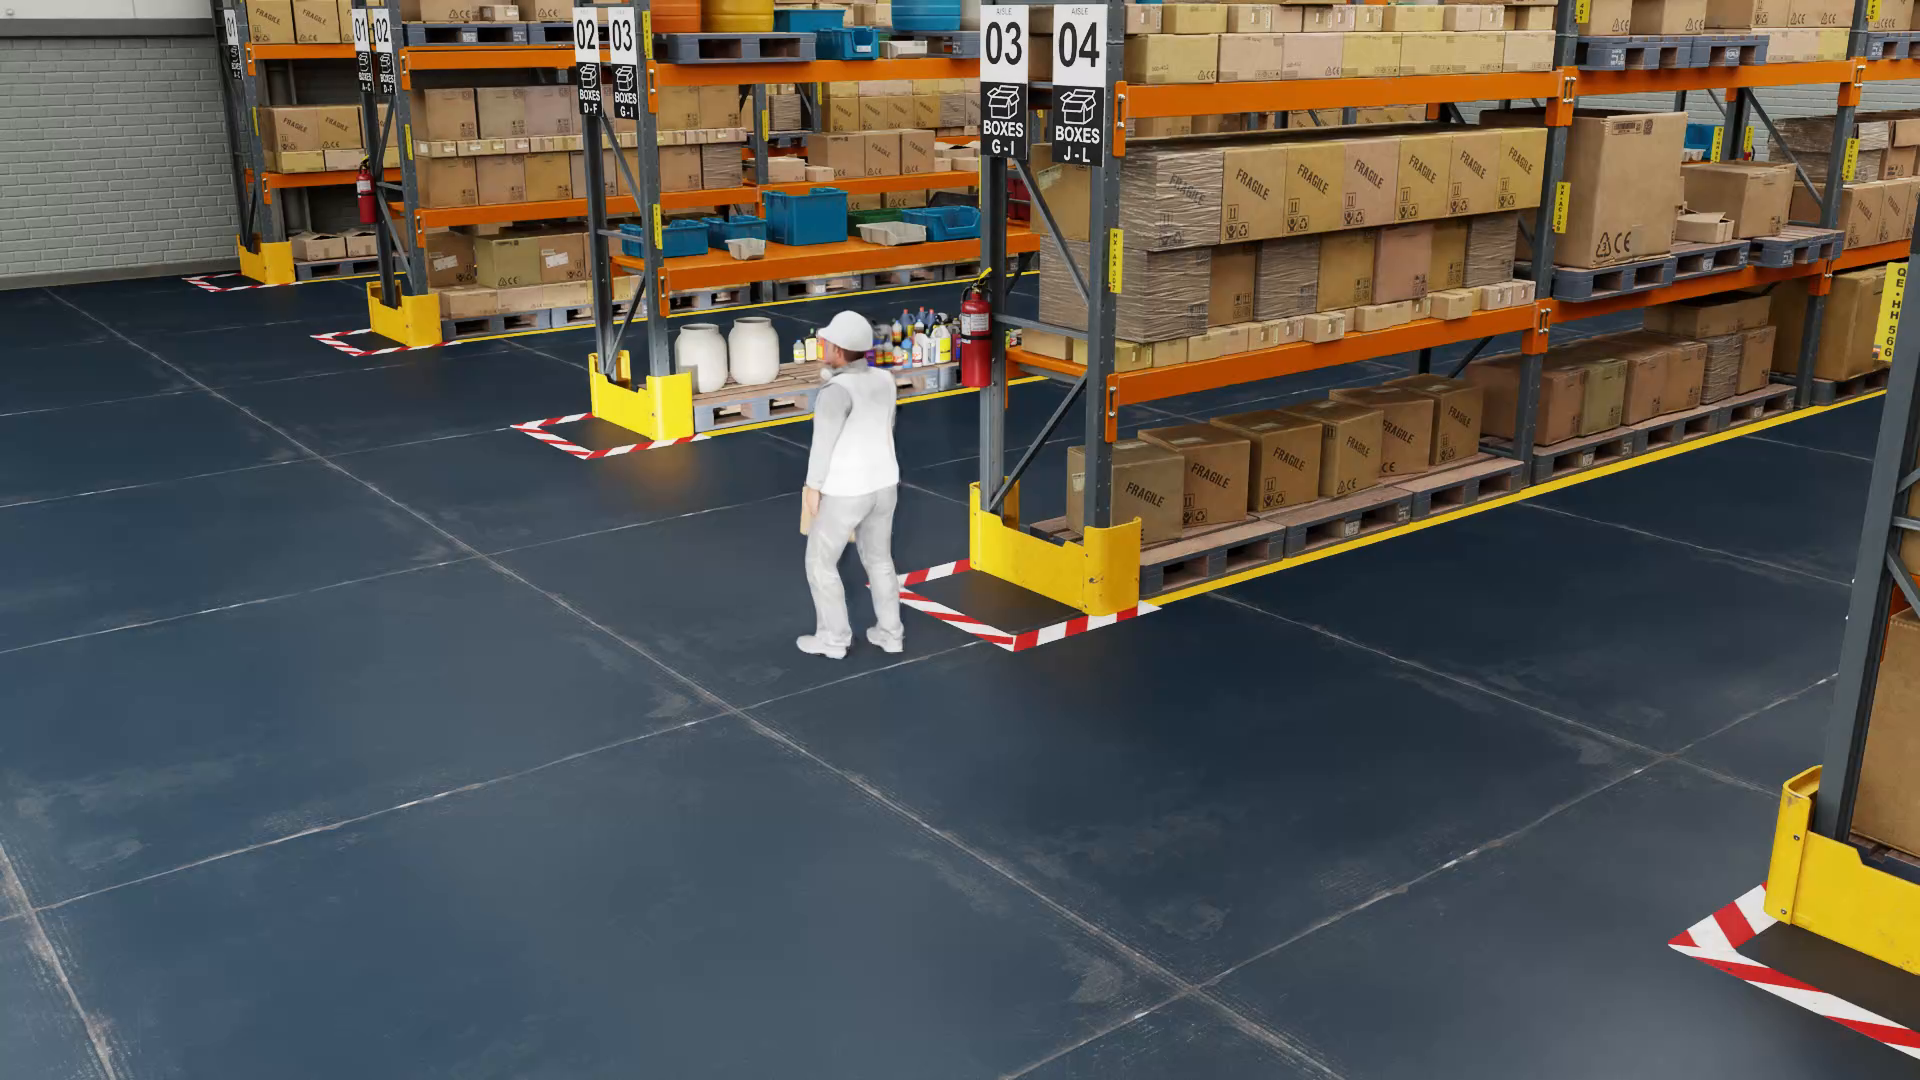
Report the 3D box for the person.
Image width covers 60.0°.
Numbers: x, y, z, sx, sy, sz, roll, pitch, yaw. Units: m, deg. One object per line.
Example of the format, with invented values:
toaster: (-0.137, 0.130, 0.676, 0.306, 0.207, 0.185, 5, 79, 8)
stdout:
person: (-0.562, -0.274, 8.378, 0.490, 1.769, 0.602, 15, 23, 39)
